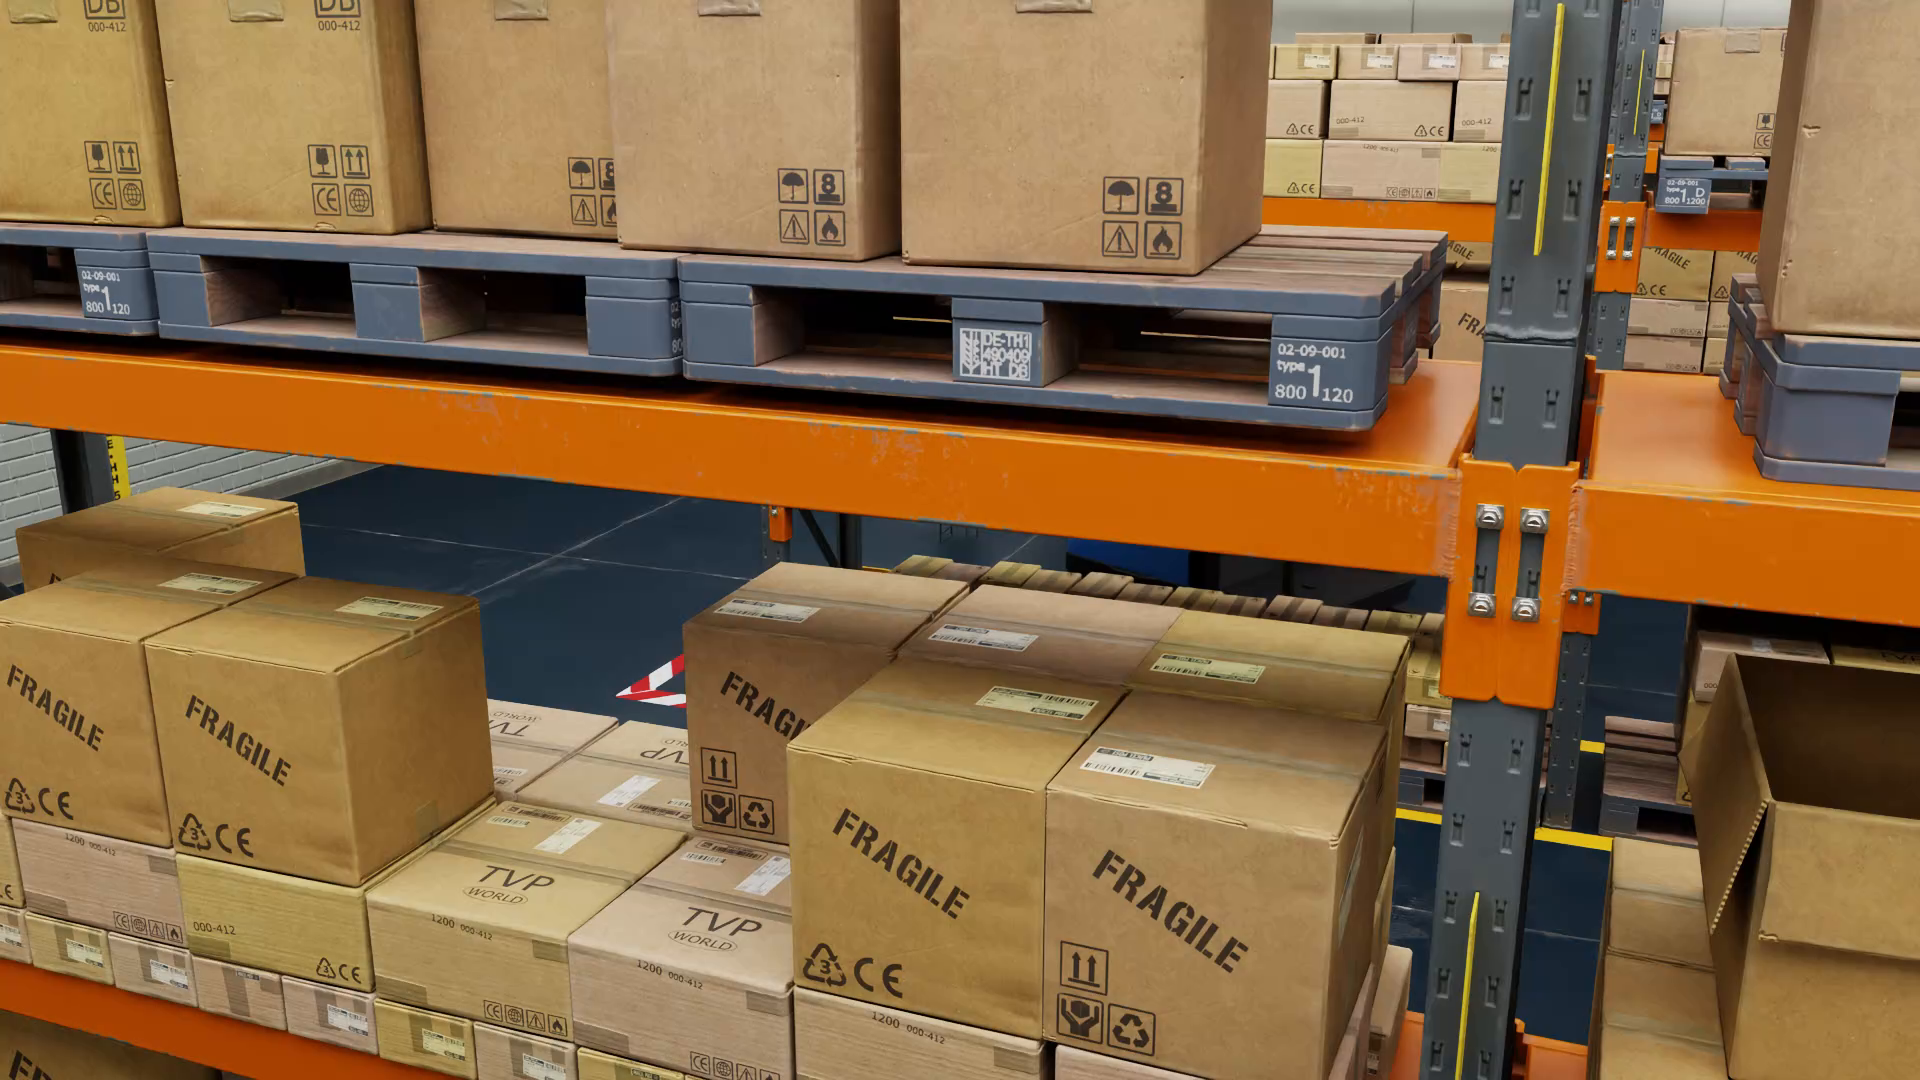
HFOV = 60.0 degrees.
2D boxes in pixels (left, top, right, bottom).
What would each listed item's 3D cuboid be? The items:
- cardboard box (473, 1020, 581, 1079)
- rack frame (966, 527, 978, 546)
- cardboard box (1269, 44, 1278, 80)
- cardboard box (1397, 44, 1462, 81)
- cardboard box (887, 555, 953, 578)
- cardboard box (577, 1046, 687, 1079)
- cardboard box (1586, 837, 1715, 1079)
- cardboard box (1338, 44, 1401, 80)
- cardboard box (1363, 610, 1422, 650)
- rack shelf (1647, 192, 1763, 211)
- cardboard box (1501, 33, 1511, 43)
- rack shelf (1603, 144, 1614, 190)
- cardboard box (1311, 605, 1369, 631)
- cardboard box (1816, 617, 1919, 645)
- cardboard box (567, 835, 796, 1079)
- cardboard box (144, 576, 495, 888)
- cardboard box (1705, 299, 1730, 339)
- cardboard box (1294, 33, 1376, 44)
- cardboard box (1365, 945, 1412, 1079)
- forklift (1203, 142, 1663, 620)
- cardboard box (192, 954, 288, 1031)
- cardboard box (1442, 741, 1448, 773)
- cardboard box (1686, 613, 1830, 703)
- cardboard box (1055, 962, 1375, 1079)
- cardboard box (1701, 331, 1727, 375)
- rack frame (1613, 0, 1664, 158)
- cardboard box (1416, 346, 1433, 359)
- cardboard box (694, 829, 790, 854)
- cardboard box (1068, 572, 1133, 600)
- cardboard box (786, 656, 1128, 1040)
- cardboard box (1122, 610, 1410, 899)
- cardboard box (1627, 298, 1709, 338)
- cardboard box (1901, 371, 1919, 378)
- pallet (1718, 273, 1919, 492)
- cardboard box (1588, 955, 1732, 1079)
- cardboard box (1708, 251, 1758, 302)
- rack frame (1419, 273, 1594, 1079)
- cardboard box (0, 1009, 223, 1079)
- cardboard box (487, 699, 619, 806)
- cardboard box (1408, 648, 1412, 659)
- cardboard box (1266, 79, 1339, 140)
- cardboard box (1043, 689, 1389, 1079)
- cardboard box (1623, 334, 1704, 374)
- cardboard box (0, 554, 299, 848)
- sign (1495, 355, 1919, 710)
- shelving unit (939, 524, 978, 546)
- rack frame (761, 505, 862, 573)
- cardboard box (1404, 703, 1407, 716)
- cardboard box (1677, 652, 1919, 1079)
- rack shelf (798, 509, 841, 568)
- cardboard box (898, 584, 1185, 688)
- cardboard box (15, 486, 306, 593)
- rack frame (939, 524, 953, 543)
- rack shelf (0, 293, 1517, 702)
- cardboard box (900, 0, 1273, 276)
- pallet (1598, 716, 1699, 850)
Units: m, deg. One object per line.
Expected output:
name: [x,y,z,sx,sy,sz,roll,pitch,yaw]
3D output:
cardboard box: [-0.838,1.048,3.635,0.250,0.149,0.380,7,17,22]
rack frame: [0.087,-0.423,12.015,0.006,0.900,0.240,6,17,21]
cardboard box: [1.307,-2.132,7.413,0.265,0.149,0.390,7,18,22]
cardboard box: [2.028,-2.045,7.113,0.250,0.149,0.380,6,17,21]
cardboard box: [-0.224,0.216,9.342,0.250,0.149,0.380,6,17,21]
cardboard box: [-0.602,1.074,3.544,0.250,0.149,0.380,6,17,20]
cardboard box: [1.533,0.960,3.307,0.500,0.500,0.500,6,17,21]
cardboard box: [1.827,-2.102,7.311,0.250,0.149,0.380,7,18,23]
cardboard box: [2.179,0.491,8.395,0.269,0.149,0.392,7,18,23]
rack shelf: [4.772,-1.264,6.577,3.809,0.052,0.919,6,17,21]
cardboard box: [4.163,-3.392,11.985,0.500,0.500,0.500,7,17,22]
rack shelf: [2.773,-2.839,12.482,4.000,0.370,1.077,6,17,21]
cardboard box: [1.928,0.470,8.466,0.250,0.149,0.380,6,17,19]
cardboard box: [4.170,0.460,7.593,0.500,0.250,0.500,7,18,23]
cardboard box: [-0.467,0.879,3.502,0.500,0.250,0.500,7,17,22]
cardboard box: [-1.427,0.413,3.762,0.500,0.500,0.500,6,17,19]
cardboard box: [5.435,-1.543,11.480,0.500,0.250,0.500,7,17,21]
cardboard box: [2.733,-3.441,12.155,0.500,0.500,0.500,7,17,22]
cardboard box: [0.844,1.035,3.678,0.250,0.149,0.380,6,17,21]
forklift: [3.587,-2.758,12.333,7.407,5.209,9.711,-15,22,-41]
cardboard box: [-1.558,0.969,3.906,0.250,0.149,0.380,6,17,20]
cardboard box: [2.422,0.971,7.810,0.250,0.149,0.380,7,17,21]
cardboard box: [3.502,0.538,7.326,0.500,0.250,0.500,5,17,18]
cardboard box: [0.490,0.983,3.142,0.500,0.250,0.500,6,17,20]
cardboard box: [5.428,-1.301,11.544,0.500,0.250,0.500,6,17,19]
rack frame: [2.911,-3.126,6.801,0.127,3.000,1.000,6,17,21]
cardboard box: [1.892,-0.945,7.544,0.500,0.500,0.500,6,17,19]
cardboard box: [-0.288,0.741,3.978,0.500,0.250,0.500,7,17,22]
cardboard box: [0.764,0.306,9.032,0.250,0.149,0.380,7,18,23]
cardboard box: [0.007,0.570,3.220,0.500,0.500,0.500,6,17,21]
cardboard box: [0.646,0.485,3.514,0.500,0.500,0.500,6,17,21]
cardboard box: [4.939,-1.589,11.639,0.500,0.250,0.500,6,17,19]
cardboard box: [6.361,-1.191,11.165,0.500,0.250,0.500,6,17,20]
pallet: [1.868,-0.236,2.571,1.217,0.209,0.805,6,17,18]
cardboard box: [1.334,1.095,2.842,0.500,0.500,0.500,6,17,21]
cardboard box: [5.421,-1.903,11.375,0.500,0.500,0.500,6,17,20]
rack frame: [0.997,1.031,3.242,0.127,3.000,1.000,6,17,21]
cardboard box: [-2.099,1.485,4.735,0.875,0.875,0.875,6,17,21]
cardboard box: [-1.230,0.636,4.338,0.500,0.250,0.500,6,17,19]
cardboard box: [1.998,0.628,7.922,0.250,0.149,0.380,6,17,20]
cardboard box: [1.422,-1.943,7.479,0.500,0.250,0.500,7,18,23]
cardboard box: [0.472,0.623,3.040,0.500,0.500,0.500,7,18,22]
cardboard box: [4.946,-1.354,11.725,0.500,0.250,0.500,6,17,19]
cardboard box: [-1.911,0.361,3.939,0.500,0.500,0.500,6,17,19]
sign: [5.397,-1.940,8.319,4.000,0.966,14.919,6,17,21]
shelving unit: [4.042,-0.275,5.863,12.137,4.047,8.426,6,17,21]
rack frame: [-0.810,-0.654,9.046,0.127,3.000,1.000,6,17,21]
cardboard box: [1.990,0.783,7.924,0.250,0.149,0.380,6,17,19]
cardboard box: [1.595,0.565,2.870,0.637,0.503,0.797,6,17,19]
rack shelf: [-0.811,-0.653,9.044,0.053,2.616,0.949,6,17,21]
cardboard box: [0.190,0.432,3.694,0.500,0.500,0.500,6,17,21]
cardboard box: [-2.174,0.173,4.589,0.500,0.500,0.500,7,17,21]
rack frame: [-0.102,-0.443,12.087,0.006,0.900,0.240,6,17,21]
rack shelf: [-0.863,-0.269,3.628,4.000,0.370,1.077,6,17,21]
cardboard box: [0.247,-0.772,2.959,0.500,0.500,0.700,5,17,17]
pallet: [3.636,1.174,7.753,1.213,0.211,1.003,6,17,21]
